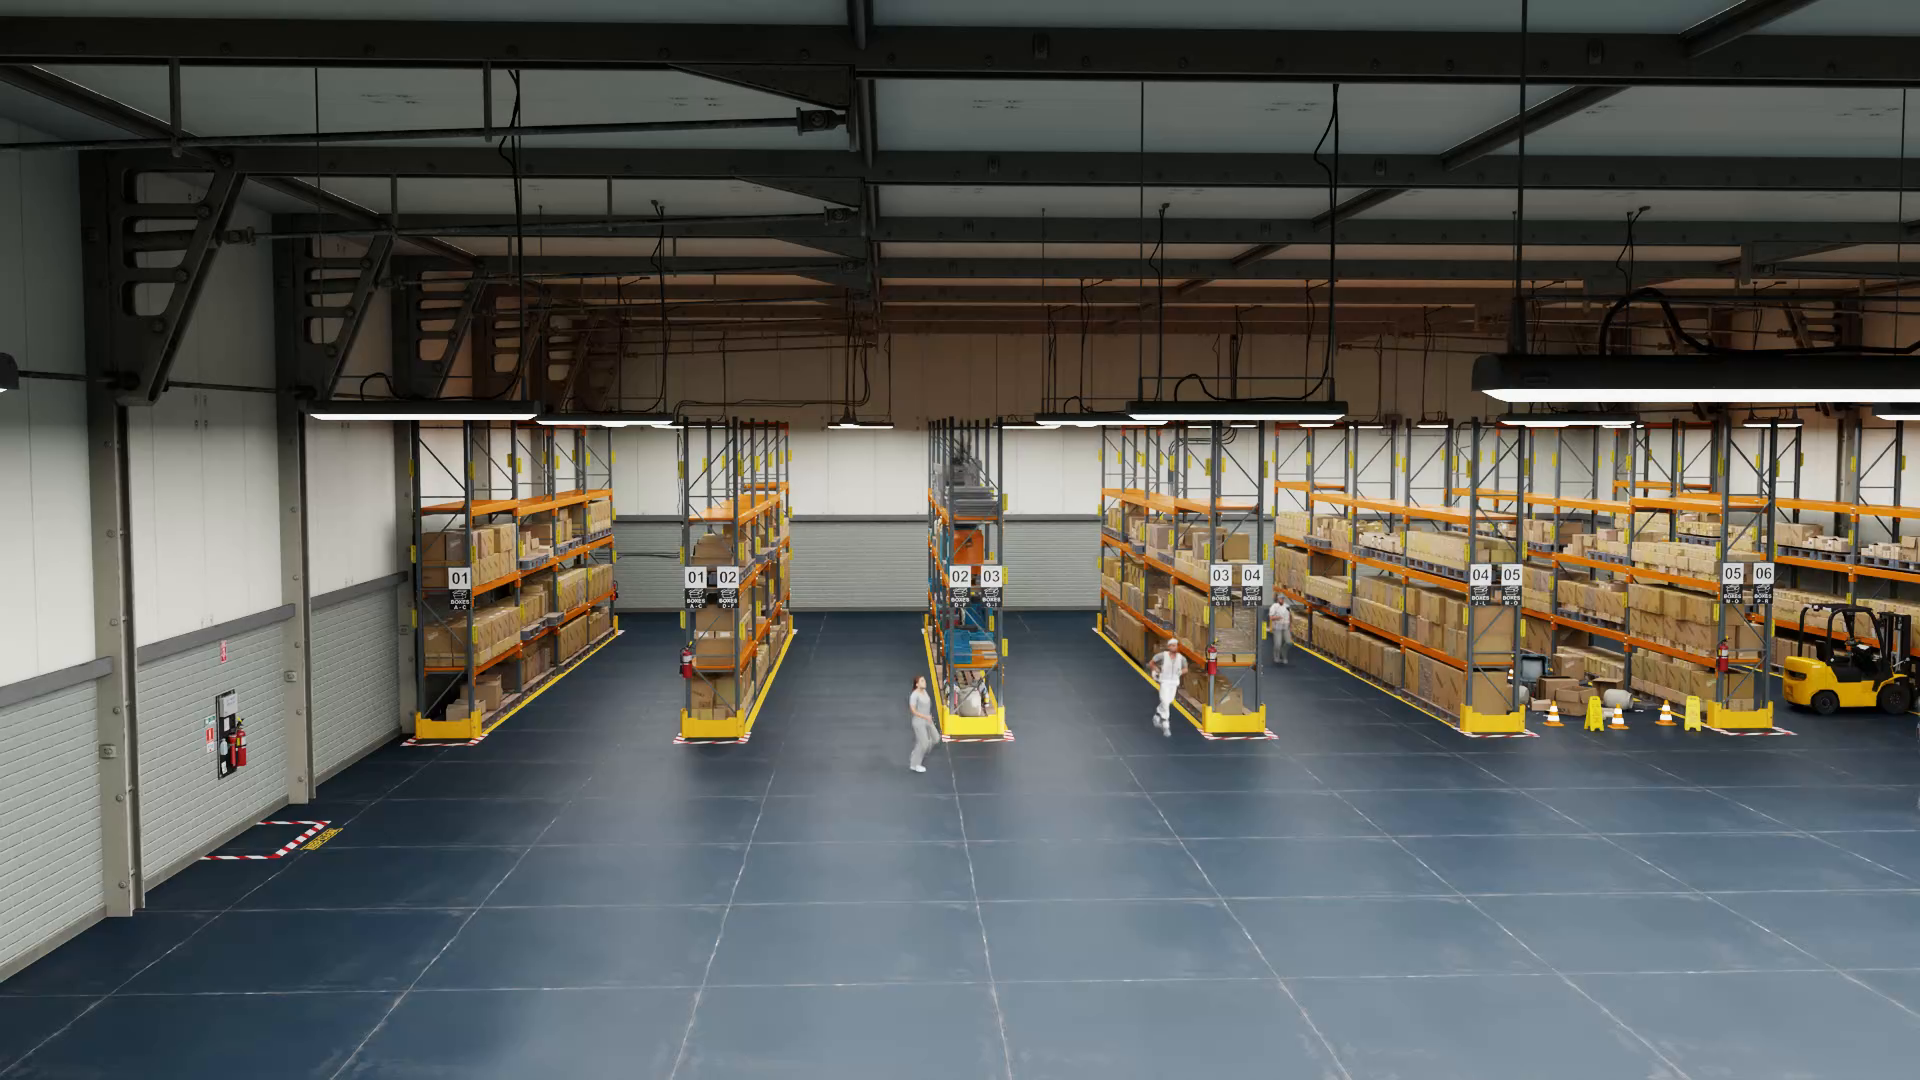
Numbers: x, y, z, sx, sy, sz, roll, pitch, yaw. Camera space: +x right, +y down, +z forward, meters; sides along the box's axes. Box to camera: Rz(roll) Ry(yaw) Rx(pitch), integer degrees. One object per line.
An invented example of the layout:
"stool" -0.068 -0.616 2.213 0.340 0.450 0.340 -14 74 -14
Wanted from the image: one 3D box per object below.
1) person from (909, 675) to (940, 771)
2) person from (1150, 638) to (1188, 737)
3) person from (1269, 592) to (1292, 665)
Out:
"person" -0.614 3.081 28.027 0.512 1.629 0.577 2 4 29
"person" 3.988 2.751 31.528 0.700 1.785 0.980 -1 4 -16
"person" 7.915 2.187 40.863 0.643 1.810 0.676 -1 4 -8
